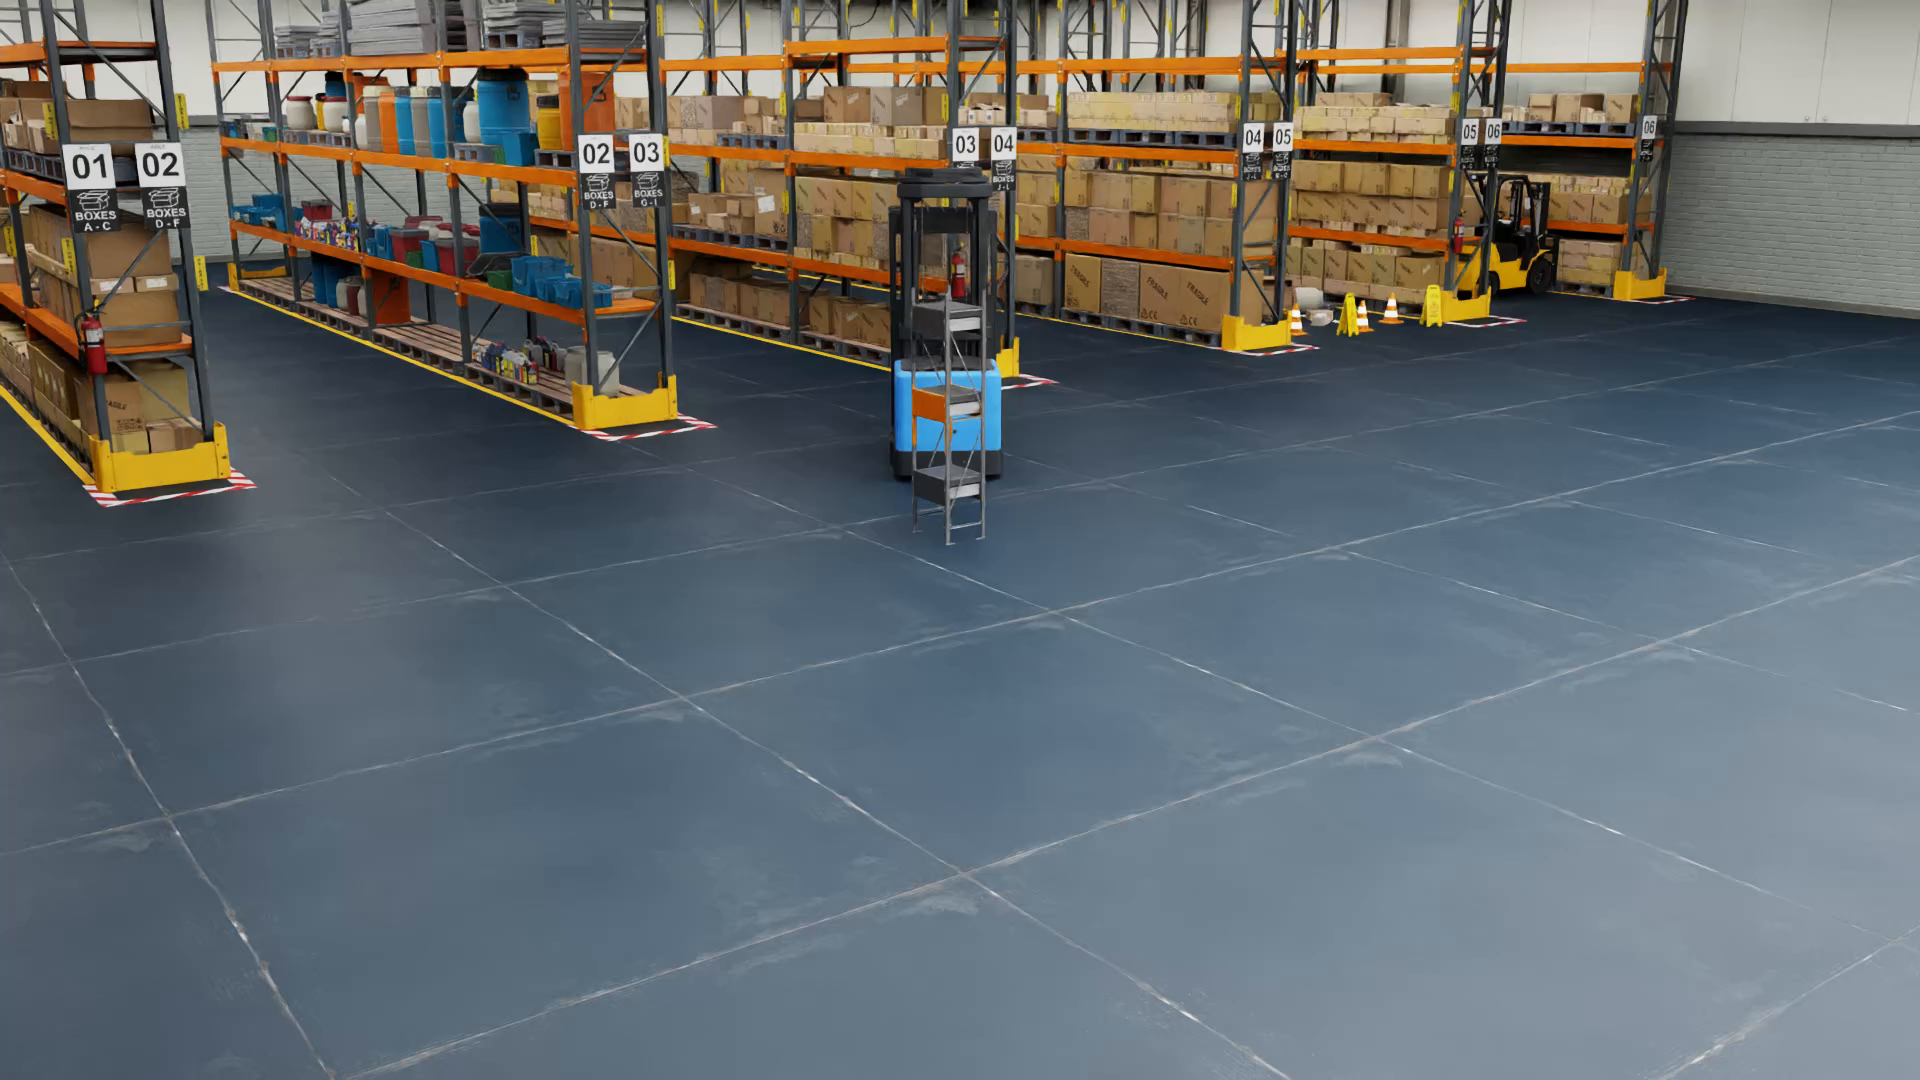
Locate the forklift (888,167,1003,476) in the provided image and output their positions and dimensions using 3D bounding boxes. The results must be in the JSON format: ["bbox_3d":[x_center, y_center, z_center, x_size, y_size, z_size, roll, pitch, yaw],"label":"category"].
[{"bbox_3d":[-0.183,-2.371,17.186,1.130,2.935,3.031,-1,15,-3],"label":"forklift"}]

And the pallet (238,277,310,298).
[{"bbox_3d":[-12.683,-4.676,30.760,1.003,0.211,1.213,-11,19,-35],"label":"pallet"}]

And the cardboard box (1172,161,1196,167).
[{"bbox_3d":[5.354,-8.540,38.611,0.700,0.500,0.500,-10,18,-33],"label":"cardboard box"}]

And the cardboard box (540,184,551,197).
[{"bbox_3d":[-7.556,-6.715,31.227,0.500,0.500,0.500,-11,19,-34],"label":"cardboard box"}]

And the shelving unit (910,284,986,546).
[{"bbox_3d":[-0.097,-1.048,13.928,0.431,2.100,0.503,-11,19,-35],"label":"shelving unit"}]

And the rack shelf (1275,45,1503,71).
[{"bbox_3d":[7.118,-8.065,27.867,1.077,0.370,4.000,-11,19,-35],"label":"rack shelf"}]

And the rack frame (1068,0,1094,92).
[{"bbox_3d":[2.899,-12.175,41.512,1.000,3.000,0.127,-11,19,-35],"label":"rack frame"}]

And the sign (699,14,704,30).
[{"bbox_3d":[-5.497,-11.018,35.367,0.100,0.325,0.005,-11,19,-35],"label":"sign"}]

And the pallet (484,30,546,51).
[{"bbox_3d":[-4.852,-5.818,19.401,1.003,0.211,1.213,-11,19,-35],"label":"pallet"}]

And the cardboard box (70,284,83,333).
[{"bbox_3d":[-8.602,-2.387,16.924,0.700,0.500,0.500,-11,19,-34],"label":"cardboard box"}]

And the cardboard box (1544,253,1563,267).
[{"bbox_3d":[11.161,-5.253,31.054,0.500,0.250,0.500,-11,19,-36],"label":"cardboard box"}]

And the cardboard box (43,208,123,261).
[{"bbox_3d":[-9.231,-3.238,17.577,0.700,0.500,0.500,-11,19,-35],"label":"cardboard box"}]

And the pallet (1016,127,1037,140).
[{"bbox_3d":[0.727,-7.000,28.645,1.003,0.211,1.213,-10,18,-32],"label":"pallet"}]

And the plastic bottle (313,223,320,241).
[{"bbox_3d":[-10.276,-4.933,26.654,0.152,0.276,0.135,-11,19,-35],"label":"plastic bottle"}]

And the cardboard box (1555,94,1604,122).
[{"bbox_3d":[11.328,-7.901,30.406,0.700,0.500,0.500,-11,19,-34],"label":"cardboard box"}]

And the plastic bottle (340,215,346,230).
[{"bbox_3d":[-10.096,-5.157,27.330,0.144,0.351,0.185,-11,19,-35],"label":"plastic bottle"}]

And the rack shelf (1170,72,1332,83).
[{"bbox_3d":[6.427,-10.354,36.979,1.077,0.370,4.000,-11,19,-35],"label":"rack shelf"}]

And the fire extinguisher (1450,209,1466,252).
[{"bbox_3d":[7.988,-4.960,26.663,0.296,0.674,0.183,-11,19,-35],"label":"fire extinguisher"}]

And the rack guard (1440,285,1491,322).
[{"bbox_3d":[8.249,-3.904,27.393,1.175,0.500,0.348,-11,19,-35],"label":"rack guard"}]

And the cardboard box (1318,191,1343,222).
[{"bbox_3d":[6.574,-5.789,28.793,0.500,0.500,0.500,-11,19,-35],"label":"cardboard box"}]

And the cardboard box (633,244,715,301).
[{"bbox_3d":[-4.815,-4.592,28.400,1.225,0.875,0.875,-12,19,-37],"label":"cardboard box"}]

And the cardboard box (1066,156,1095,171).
[{"bbox_3d":[2.479,-7.617,34.142,0.500,0.500,0.500,-11,19,-34],"label":"cardboard box"}]

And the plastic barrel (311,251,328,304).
[{"bbox_3d":[-10.478,-4.420,27.724,0.600,0.901,0.708,-11,19,-35],"label":"plastic barrel"}]

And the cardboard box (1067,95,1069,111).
[{"bbox_3d":[2.319,-8.831,33.991,0.500,0.500,0.500,-11,19,-34],"label":"cardboard box"}]

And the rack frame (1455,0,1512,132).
[{"bbox_3d":[8.294,-7.987,26.211,1.000,3.000,0.127,-11,19,-35],"label":"rack frame"}]

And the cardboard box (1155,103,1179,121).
[{"bbox_3d":[3.248,-6.348,24.640,0.500,0.250,0.500,-11,19,-35],"label":"cardboard box"}]

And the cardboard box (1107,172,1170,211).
[{"bbox_3d":[2.810,-5.431,25.906,0.875,0.550,0.550,-11,19,-35],"label":"cardboard box"}]

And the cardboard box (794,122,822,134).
[{"bbox_3d":[-2.132,-5.859,23.647,0.380,0.149,0.250,-12,19,-36],"label":"cardboard box"}]

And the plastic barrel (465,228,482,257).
[{"bbox_3d":[-6.466,-3.944,22.548,0.433,0.535,0.433,0,15,0],"label":"plastic barrel"}]

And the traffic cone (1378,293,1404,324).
[{"bbox_3d":[6.998,-3.761,26.942,0.336,0.463,0.334,-11,19,-35],"label":"traffic cone"}]

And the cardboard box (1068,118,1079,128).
[{"bbox_3d":[1.936,-6.604,26.330,0.380,0.149,0.250,-11,19,-35],"label":"cardboard box"}]

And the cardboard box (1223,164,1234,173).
[{"bbox_3d":[5.072,-6.863,30.693,0.380,0.149,0.250,-12,19,-36],"label":"cardboard box"}]

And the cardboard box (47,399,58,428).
[{"bbox_3d":[-9.482,-1.388,17.877,0.500,0.250,0.500,-11,19,-35],"label":"cardboard box"}]

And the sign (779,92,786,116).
[{"bbox_3d":[-2.521,-6.209,23.670,0.100,0.325,0.005,-11,19,-35],"label":"sign"}]

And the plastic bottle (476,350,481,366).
[{"bbox_3d":[-6.188,-2.345,21.430,0.097,0.201,0.097,0,15,0],"label":"plastic bottle"}]

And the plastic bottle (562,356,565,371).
[{"bbox_3d":[-4.982,-2.244,21.060,0.097,0.201,0.097,0,15,0],"label":"plastic bottle"}]

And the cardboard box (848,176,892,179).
[{"bbox_3d":[-1.292,-4.923,23.735,0.500,0.500,0.500,-11,19,-35],"label":"cardboard box"}]

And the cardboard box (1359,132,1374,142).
[{"bbox_3d":[6.919,-6.773,27.933,0.380,0.149,0.250,-11,19,-35],"label":"cardboard box"}]

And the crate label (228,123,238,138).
[{"bbox_3d":[-12.855,-7.331,29.778,0.408,0.251,0.502,-11,19,-35],"label":"crate label"}]

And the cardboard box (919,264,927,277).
[{"bbox_3d":[-0.392,-3.562,21.883,0.380,0.149,0.250,-11,19,-35],"label":"cardboard box"}]

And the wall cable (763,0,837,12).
[{"bbox_3d":[-4.076,-12.691,43.397,2.355,3.000,0.029,-11,19,-35],"label":"wall cable"}]

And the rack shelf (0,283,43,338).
[{"bbox_3d":[-11.265,-2.953,20.544,1.077,0.370,4.000,-11,19,-35],"label":"rack shelf"}]

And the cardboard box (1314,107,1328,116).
[{"bbox_3d":[6.320,-7.371,28.608,0.380,0.149,0.250,-11,19,-35],"label":"cardboard box"}]

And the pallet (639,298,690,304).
[{"bbox_3d":[-4.829,-4.099,28.651,1.003,0.211,1.213,-11,19,-35],"label":"pallet"}]

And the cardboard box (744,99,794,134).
[{"bbox_3d":[-2.825,-6.425,25.197,0.797,0.503,0.637,-10,18,-32],"label":"cardboard box"}]

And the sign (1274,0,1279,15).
[{"bbox_3d":[5.496,-9.281,28.869,0.100,0.325,0.005,-11,19,-35],"label":"sign"}]

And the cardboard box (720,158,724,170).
[{"bbox_3d":[-5.009,-8.257,35.915,0.500,0.500,0.500,-11,19,-35],"label":"cardboard box"}]

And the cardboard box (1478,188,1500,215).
[{"bbox_3d":[10.324,-6.523,32.038,0.500,0.500,0.500,-10,18,-34],"label":"cardboard box"}]

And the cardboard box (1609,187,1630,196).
[{"bbox_3d":[11.876,-6.256,29.834,0.380,0.149,0.250,-11,19,-34],"label":"cardboard box"}]

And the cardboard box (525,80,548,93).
[{"bbox_3d":[-7.950,-8.646,31.708,0.500,0.250,0.500,-12,19,-36],"label":"cardboard box"}]

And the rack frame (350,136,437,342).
[{"bbox_3d":[-8.432,-4.495,24.816,1.000,3.000,0.127,-11,19,-35],"label":"rack frame"}]

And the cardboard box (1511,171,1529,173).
[{"bbox_3d":[10.865,-7.044,32.148,0.380,0.149,0.250,-11,19,-36],"label":"cardboard box"}]

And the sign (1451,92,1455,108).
[{"bbox_3d":[9.522,-8.480,32.121,0.100,0.325,0.005,-11,19,-35],"label":"sign"}]

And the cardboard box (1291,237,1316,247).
[{"bbox_3d":[6.095,-5.294,29.502,0.380,0.149,0.250,-11,19,-34],"label":"cardboard box"}]
